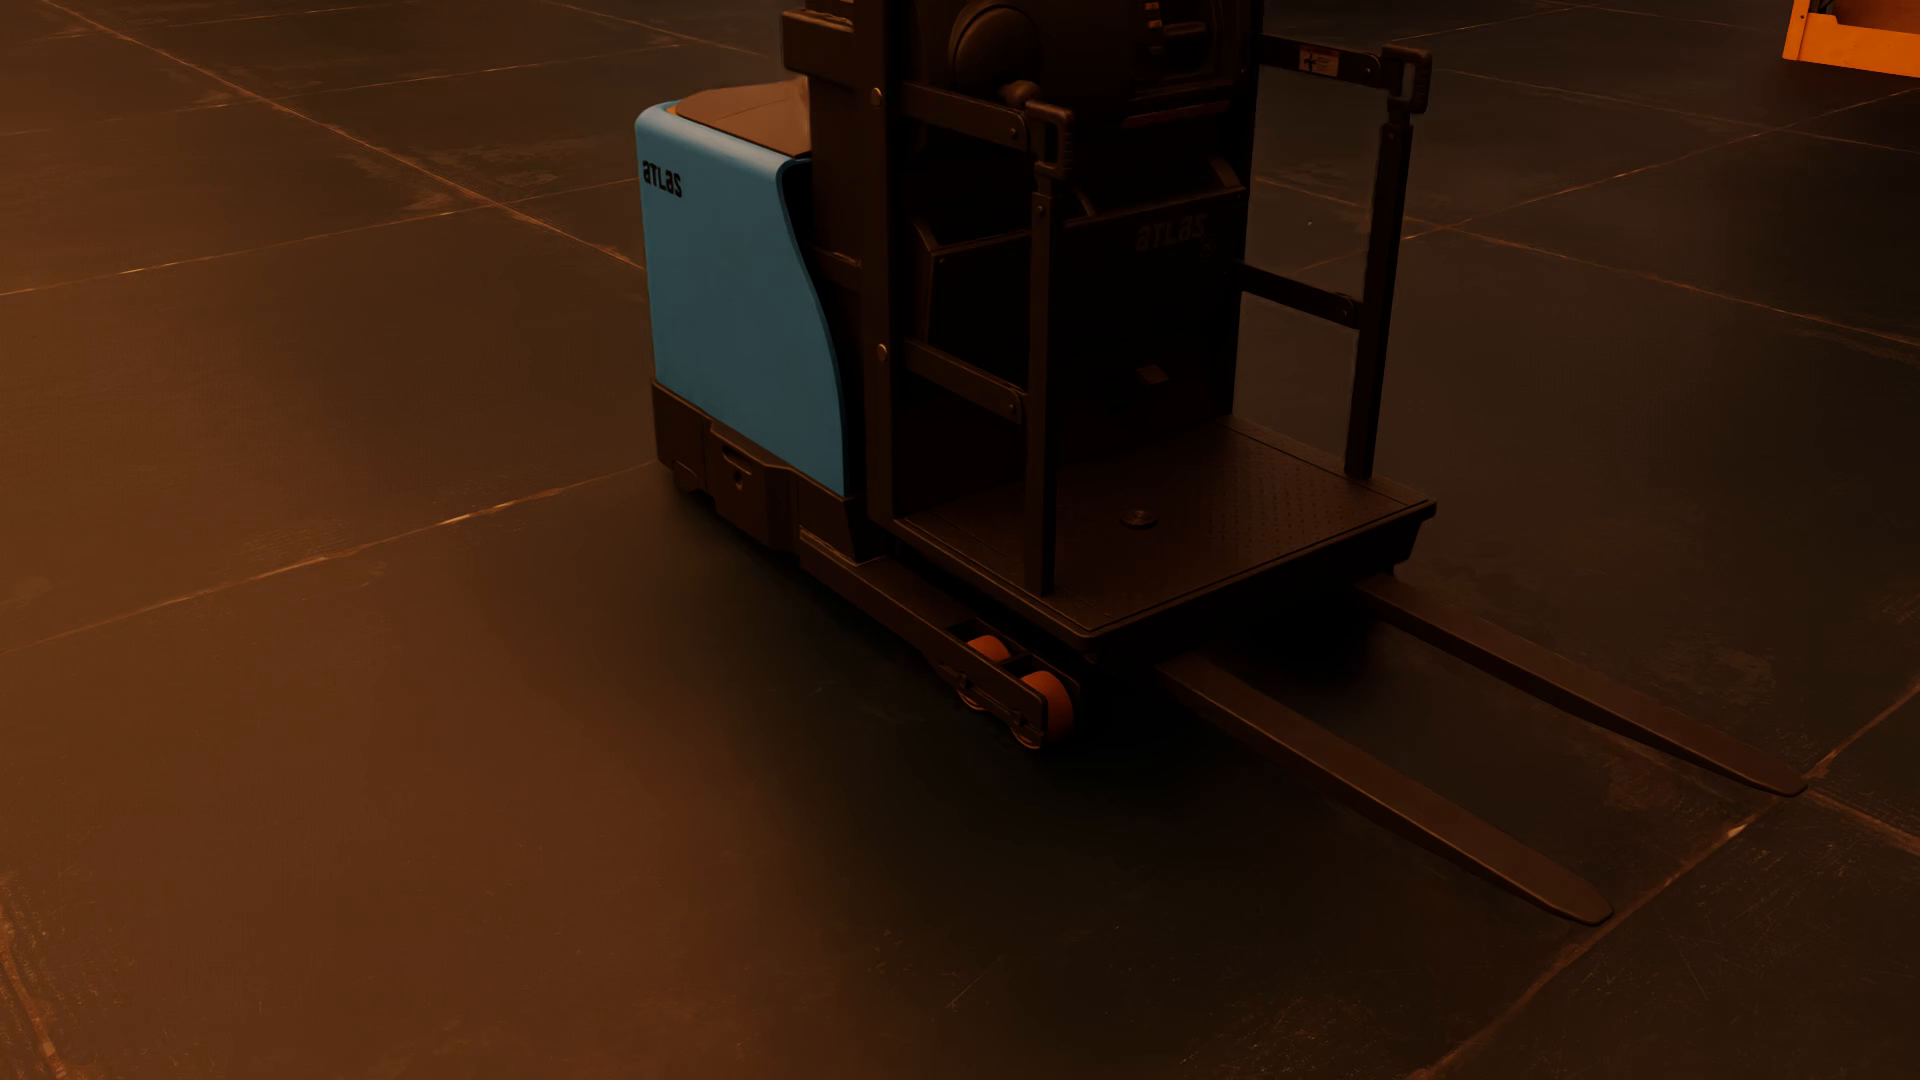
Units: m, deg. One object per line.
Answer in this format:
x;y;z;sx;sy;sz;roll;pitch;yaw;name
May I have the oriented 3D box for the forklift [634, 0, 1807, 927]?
0.402;-1.109;3.439;1.130;2.935;3.031;-18;32;-32;forklift
